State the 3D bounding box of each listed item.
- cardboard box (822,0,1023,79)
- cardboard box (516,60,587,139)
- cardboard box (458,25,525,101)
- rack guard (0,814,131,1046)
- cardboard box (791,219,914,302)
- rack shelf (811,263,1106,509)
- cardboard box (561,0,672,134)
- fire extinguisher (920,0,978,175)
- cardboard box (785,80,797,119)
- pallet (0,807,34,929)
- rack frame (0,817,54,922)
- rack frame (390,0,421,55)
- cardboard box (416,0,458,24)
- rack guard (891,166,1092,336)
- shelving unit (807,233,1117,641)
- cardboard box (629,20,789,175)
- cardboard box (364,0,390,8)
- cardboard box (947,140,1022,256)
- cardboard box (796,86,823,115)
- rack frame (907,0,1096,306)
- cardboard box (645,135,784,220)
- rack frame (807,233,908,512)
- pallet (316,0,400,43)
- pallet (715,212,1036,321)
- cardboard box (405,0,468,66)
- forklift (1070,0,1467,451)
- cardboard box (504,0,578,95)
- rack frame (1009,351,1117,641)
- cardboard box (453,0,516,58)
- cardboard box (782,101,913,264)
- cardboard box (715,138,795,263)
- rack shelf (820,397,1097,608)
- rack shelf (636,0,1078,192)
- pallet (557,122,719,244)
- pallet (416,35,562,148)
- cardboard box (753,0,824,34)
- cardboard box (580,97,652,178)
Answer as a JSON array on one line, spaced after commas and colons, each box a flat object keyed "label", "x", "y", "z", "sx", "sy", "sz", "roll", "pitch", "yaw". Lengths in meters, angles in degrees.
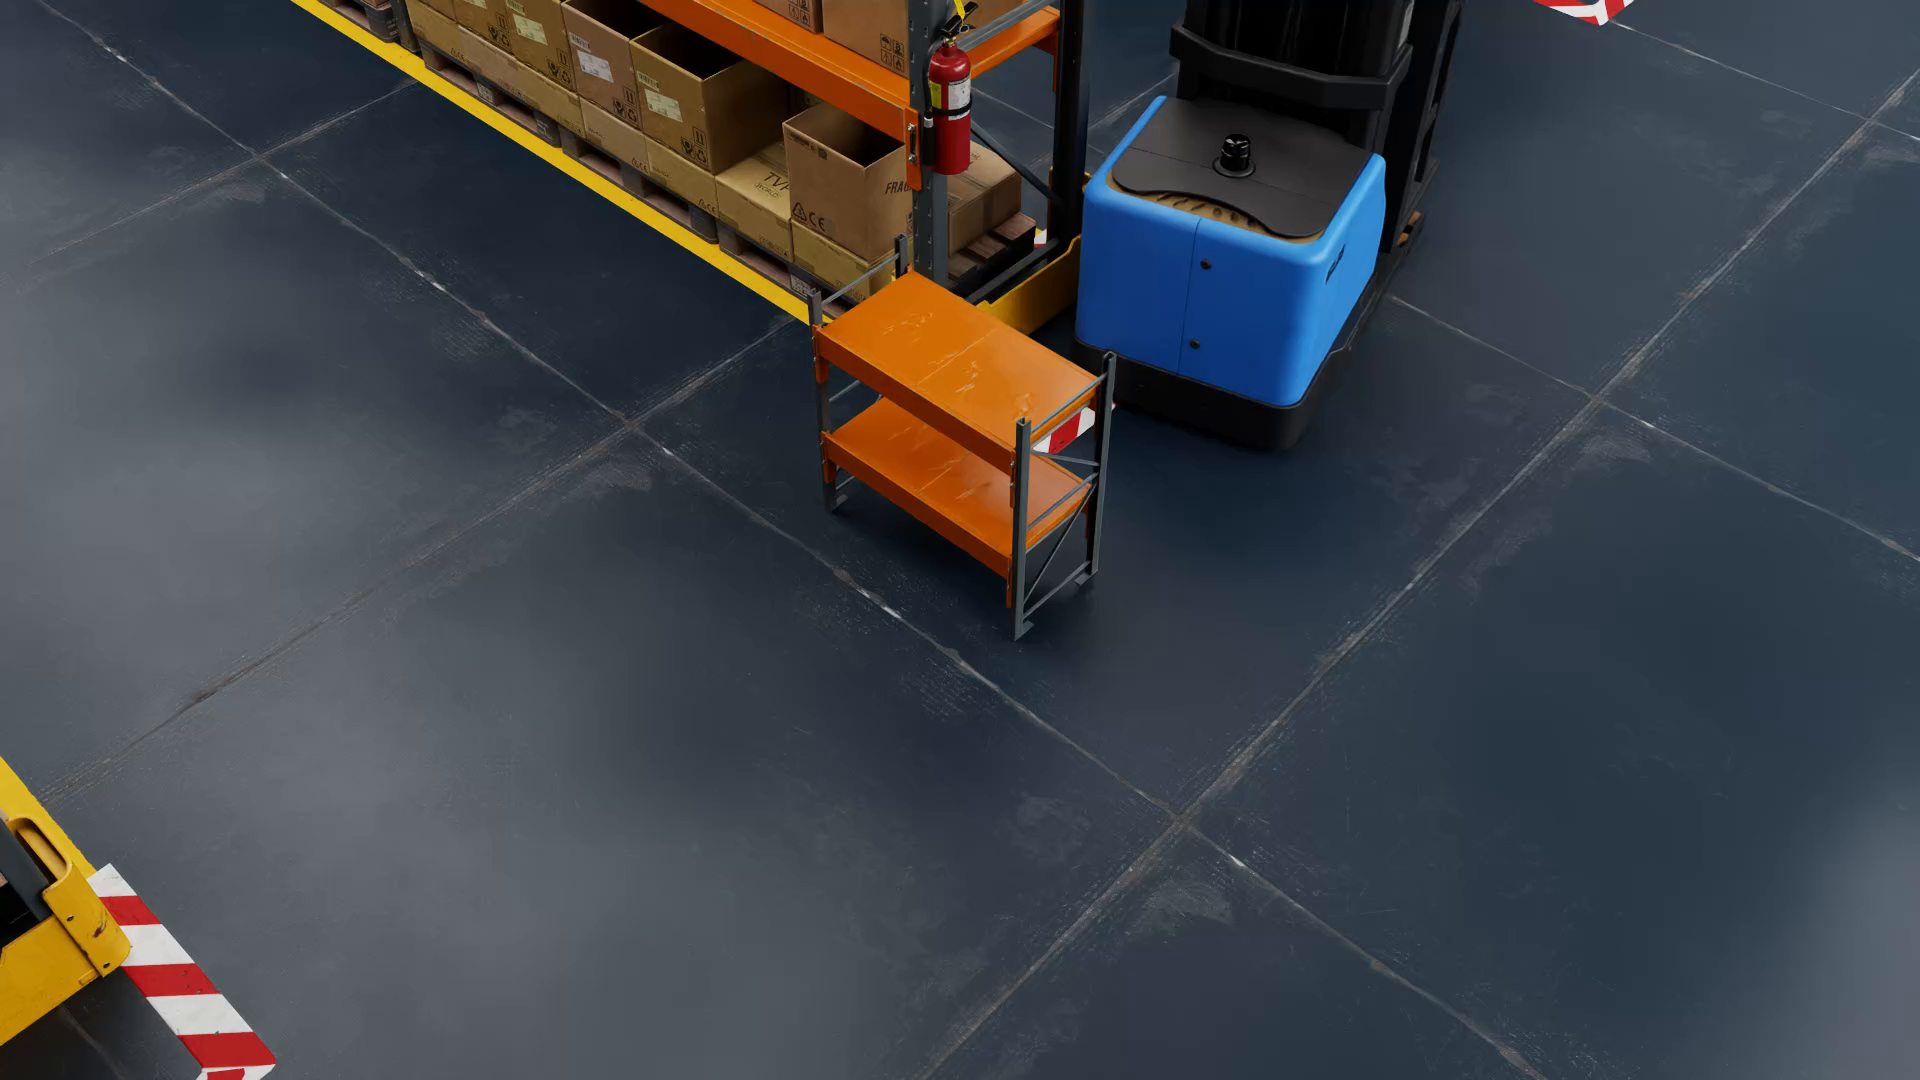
[{"label": "cardboard box", "x": -0.151, "y": -2.332, "z": 6.813, "sx": 0.500, "sy": 0.500, "sz": 0.700, "roll": 34, "pitch": 55, "yaw": 28}, {"label": "cardboard box", "x": -1.893, "y": -2.349, "z": 8.496, "sx": 0.500, "sy": 0.250, "sz": 0.500, "roll": 34, "pitch": 55, "yaw": 28}, {"label": "cardboard box", "x": -2.256, "y": -2.599, "z": 8.731, "sx": 0.500, "sy": 0.250, "sz": 0.500, "roll": 34, "pitch": 55, "yaw": 28}, {"label": "rack guard", "x": -3.229, "y": 1.414, "z": 5.080, "sx": 0.348, "sy": 0.500, "sz": 1.175, "roll": 34, "pitch": 55, "yaw": 28}, {"label": "cardboard box", "x": -0.411, "y": -1.370, "z": 7.576, "sx": 0.500, "sy": 0.250, "sz": 0.500, "roll": 34, "pitch": 55, "yaw": 28}, {"label": "rack shelf", "x": -0.005, "y": -0.589, "z": 6.130, "sx": 1.000, "sy": 0.278, "sz": 0.538, "roll": 34, "pitch": 55, "yaw": 28}, {"label": "cardboard box", "x": -1.523, "y": -2.360, "z": 7.992, "sx": 0.500, "sy": 0.500, "sz": 0.500, "roll": 34, "pitch": 55, "yaw": 28}, {"label": "fire extinguisher", "x": -0.044, "y": -1.726, "z": 6.366, "sx": 0.183, "sy": 0.674, "sz": 0.296, "roll": 34, "pitch": 55, "yaw": 28}, {"label": "cardboard box", "x": -0.804, "y": -2.390, "z": 8.020, "sx": 0.500, "sy": 0.500, "sz": 0.500, "roll": 34, "pitch": 55, "yaw": 28}, {"label": "pallet", "x": -3.802, "y": 1.092, "z": 5.580, "sx": 1.213, "sy": 0.211, "sz": 1.003, "roll": 34, "pitch": 55, "yaw": 28}, {"label": "rack frame", "x": -3.173, "y": 0.596, "z": 4.133, "sx": 0.127, "sy": 3.000, "sz": 1.000, "roll": 34, "pitch": 55, "yaw": 28}, {"label": "rack frame", "x": -2.756, "y": -4.038, "z": 8.484, "sx": 0.127, "sy": 3.000, "sz": 1.000, "roll": 34, "pitch": 55, "yaw": 28}, {"label": "cardboard box", "x": -2.627, "y": -3.100, "z": 8.687, "sx": 0.500, "sy": 0.500, "sz": 0.500, "roll": 34, "pitch": 55, "yaw": 28}, {"label": "rack guard", "x": 0.201, "y": -1.193, "z": 7.527, "sx": 0.348, "sy": 0.500, "sz": 1.175, "roll": 34, "pitch": 55, "yaw": 28}, {"label": "shelving unit", "x": -0.005, "y": -0.388, "z": 6.343, "sx": 1.048, "sy": 1.125, "sz": 0.538, "roll": 34, "pitch": 55, "yaw": 28}, {"label": "cardboard box", "x": -1.157, "y": -2.112, "z": 7.759, "sx": 0.500, "sy": 0.500, "sz": 0.500, "roll": 34, "pitch": 55, "yaw": 28}, {"label": "cardboard box", "x": -3.257, "y": -3.290, "z": 9.380, "sx": 0.500, "sy": 0.250, "sz": 0.500, "roll": 33, "pitch": 55, "yaw": 27}, {"label": "cardboard box", "x": -0.059, "y": -1.647, "z": 7.837, "sx": 0.500, "sy": 0.250, "sz": 0.500, "roll": 34, "pitch": 55, "yaw": 28}, {"label": "cardboard box", "x": -0.428, "y": -2.150, "z": 7.795, "sx": 0.500, "sy": 0.500, "sz": 0.500, "roll": 34, "pitch": 55, "yaw": 28}, {"label": "rack frame", "x": 0.184, "y": -2.060, "z": 6.627, "sx": 0.127, "sy": 3.000, "sz": 1.000, "roll": 34, "pitch": 55, "yaw": 28}, {"label": "cardboard box", "x": -1.155, "y": -1.857, "z": 8.034, "sx": 0.500, "sy": 0.250, "sz": 0.500, "roll": 34, "pitch": 55, "yaw": 28}, {"label": "rack frame", "x": -0.379, "y": -0.640, "z": 6.579, "sx": 0.032, "sy": 1.125, "sz": 0.500, "roll": 34, "pitch": 55, "yaw": 28}, {"label": "pallet", "x": -3.323, "y": -3.427, "z": 9.823, "sx": 1.213, "sy": 0.211, "sz": 1.003, "roll": 34, "pitch": 55, "yaw": 28}, {"label": "pallet", "x": -0.407, "y": -1.461, "z": 7.977, "sx": 1.213, "sy": 0.211, "sz": 1.003, "roll": 34, "pitch": 55, "yaw": 28}, {"label": "cardboard box", "x": -2.620, "y": -2.849, "z": 8.965, "sx": 0.500, "sy": 0.250, "sz": 0.500, "roll": 34, "pitch": 55, "yaw": 28}, {"label": "forklift", "x": 1.609, "y": -2.457, "z": 7.047, "sx": 1.130, "sy": 2.935, "sz": 3.031, "roll": 21, "pitch": 50, "yaw": 18}, {"label": "cardboard box", "x": -1.892, "y": -2.606, "z": 8.223, "sx": 0.500, "sy": 0.500, "sz": 0.500, "roll": 34, "pitch": 55, "yaw": 28}, {"label": "rack frame", "x": 0.369, "y": -0.137, "z": 6.107, "sx": 0.032, "sy": 1.125, "sz": 0.500, "roll": 34, "pitch": 55, "yaw": 28}, {"label": "cardboard box", "x": -2.254, "y": -2.857, "z": 8.459, "sx": 0.500, "sy": 0.500, "sz": 0.500, "roll": 34, "pitch": 55, "yaw": 28}, {"label": "cardboard box", "x": -0.412, "y": -1.625, "z": 7.302, "sx": 0.500, "sy": 0.500, "sz": 0.500, "roll": 34, "pitch": 55, "yaw": 28}, {"label": "cardboard box", "x": -0.786, "y": -1.610, "z": 7.802, "sx": 0.500, "sy": 0.250, "sz": 0.500, "roll": 34, "pitch": 55, "yaw": 28}, {"label": "rack shelf", "x": -0.005, "y": -0.221, "z": 6.521, "sx": 1.000, "sy": 0.278, "sz": 0.538, "roll": 34, "pitch": 55, "yaw": 28}, {"label": "rack shelf", "x": -1.286, "y": -2.803, "z": 7.817, "sx": 4.000, "sy": 0.370, "sz": 1.077, "roll": 34, "pitch": 55, "yaw": 28}, {"label": "pallet", "x": -1.299, "y": -2.065, "z": 8.544, "sx": 1.213, "sy": 0.211, "sz": 1.003, "roll": 34, "pitch": 55, "yaw": 28}, {"label": "pallet", "x": -2.200, "y": -2.668, "z": 9.110, "sx": 1.213, "sy": 0.211, "sz": 1.003, "roll": 34, "pitch": 55, "yaw": 28}, {"label": "cardboard box", "x": -0.540, "y": -2.589, "z": 7.055, "sx": 0.500, "sy": 0.500, "sz": 0.700, "roll": 35, "pitch": 56, "yaw": 29}, {"label": "cardboard box", "x": -1.521, "y": -2.105, "z": 8.267, "sx": 0.500, "sy": 0.250, "sz": 0.500, "roll": 34, "pitch": 55, "yaw": 28}]
